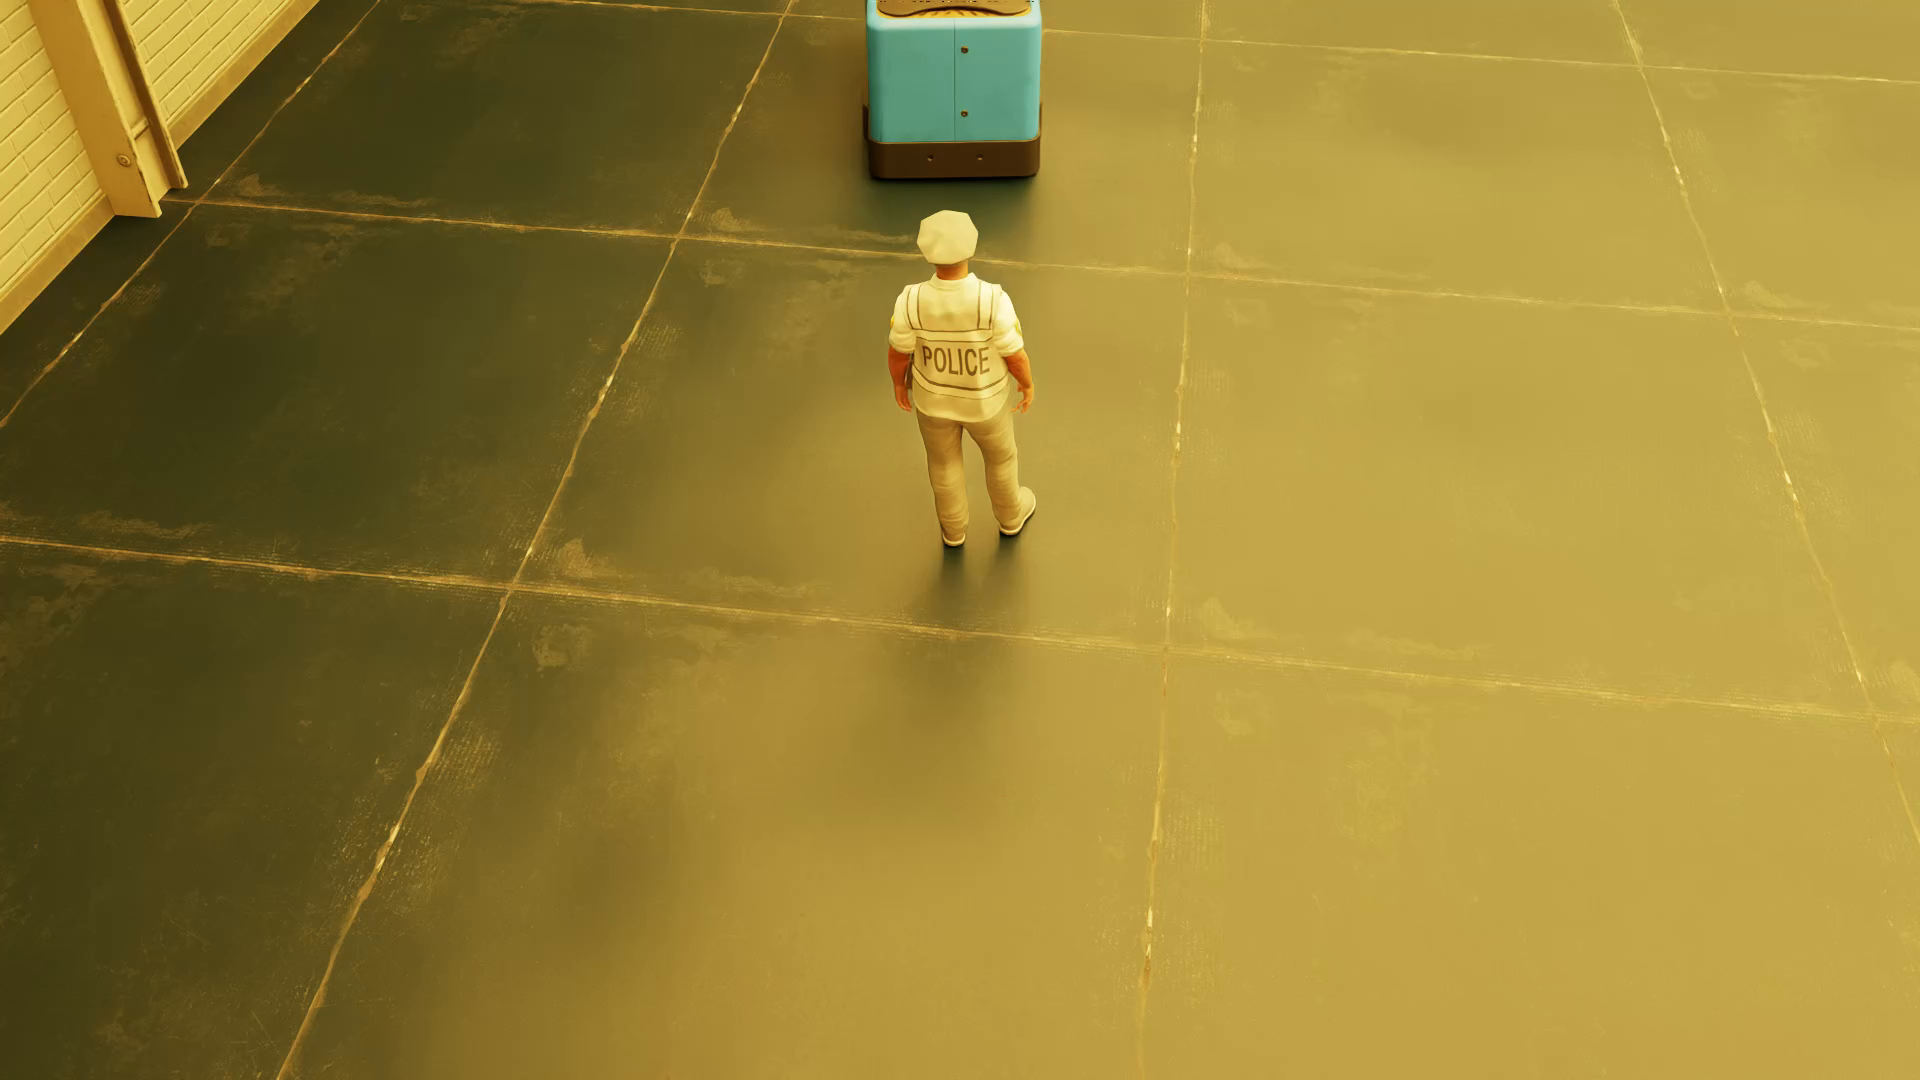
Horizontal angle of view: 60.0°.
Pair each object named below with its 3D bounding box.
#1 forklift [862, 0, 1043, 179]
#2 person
[{"bbox_3d":[-0.079,-4.276,10.379,1.130,2.935,3.031,-1,43,-1],"label":"forklift"},{"bbox_3d":[0.017,-0.687,7.311,0.640,1.780,0.501,5,43,6],"label":"person"}]
